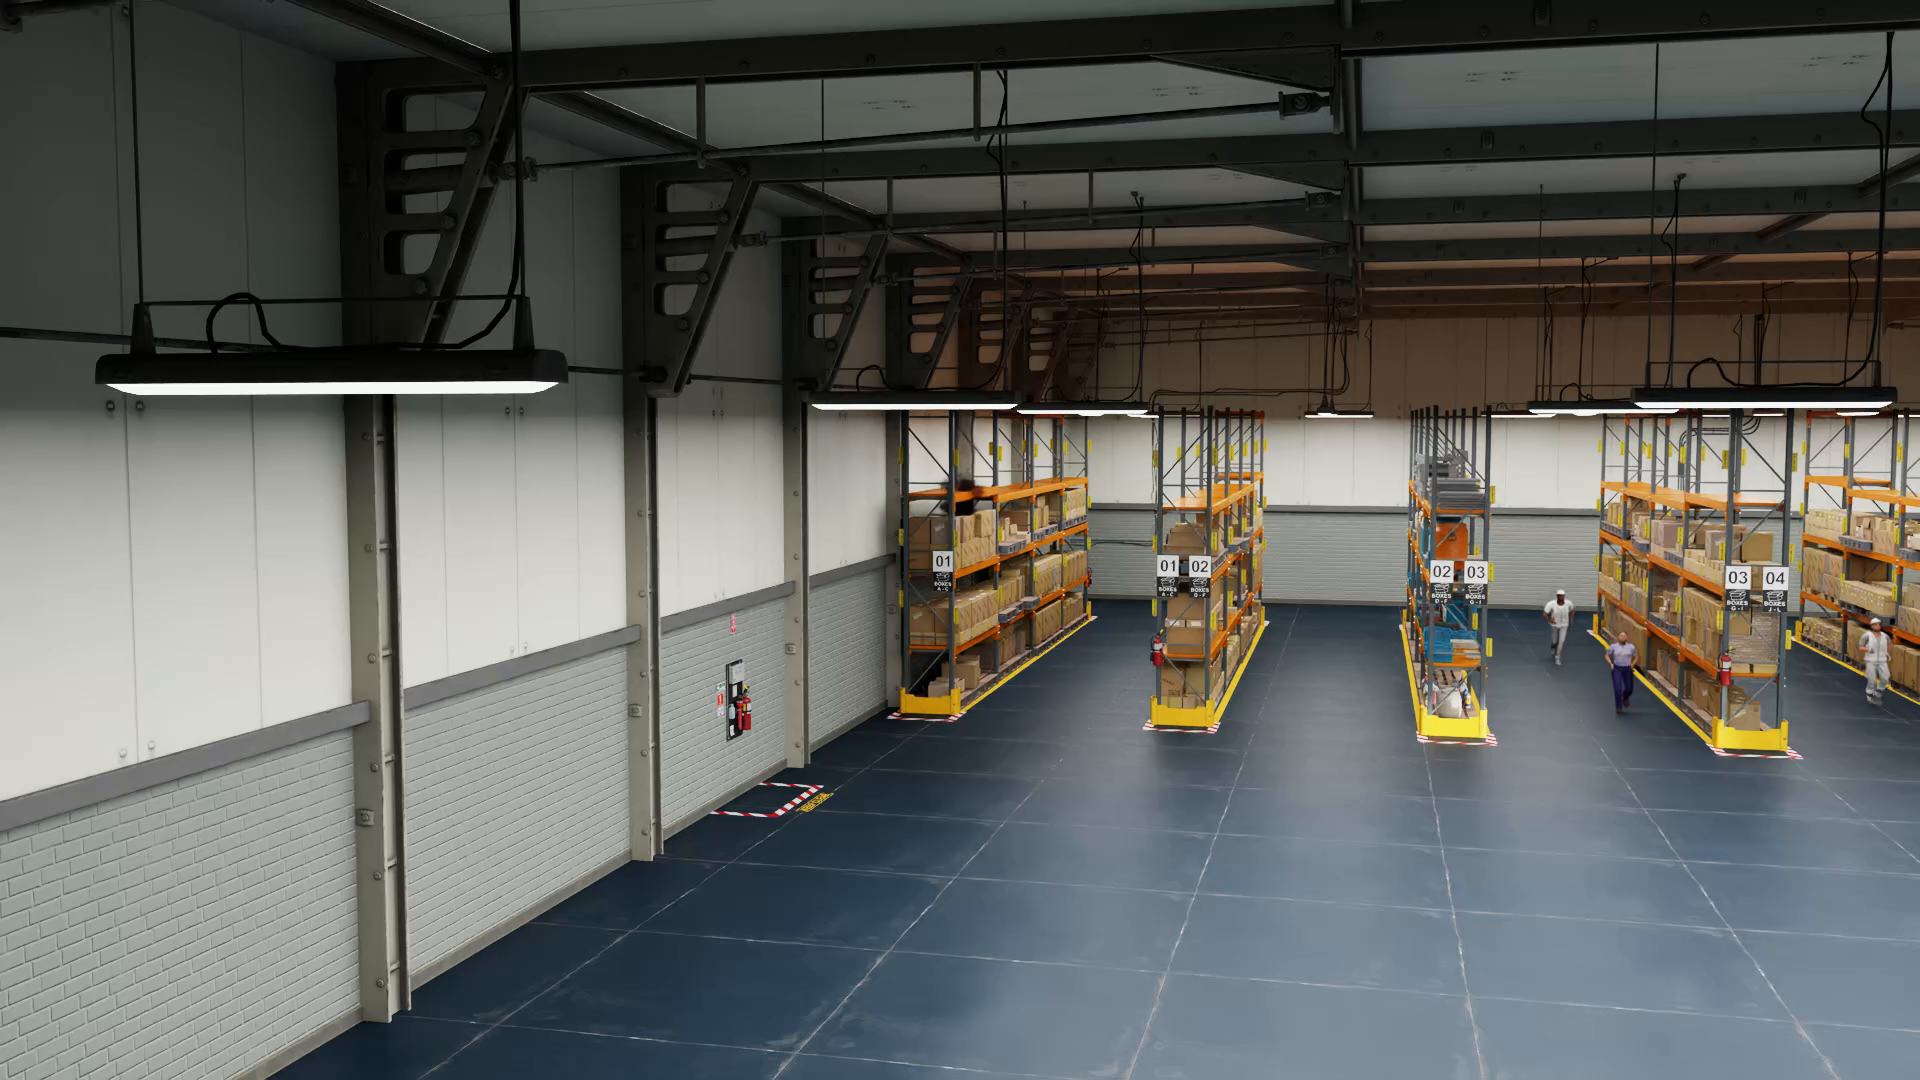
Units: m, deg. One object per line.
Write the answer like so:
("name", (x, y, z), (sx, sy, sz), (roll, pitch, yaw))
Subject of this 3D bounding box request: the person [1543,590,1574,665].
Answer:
("person", (14.151, 2.035, 39.308), (0.726, 1.755, 0.964), (1, 4, 10))

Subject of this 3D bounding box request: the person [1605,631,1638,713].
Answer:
("person", (13.000, 2.582, 32.676), (0.608, 1.595, 0.580), (1, 4, 16))

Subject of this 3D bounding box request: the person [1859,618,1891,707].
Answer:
("person", (18.324, 2.453, 33.214), (0.636, 1.772, 0.626), (1, 4, 12))
